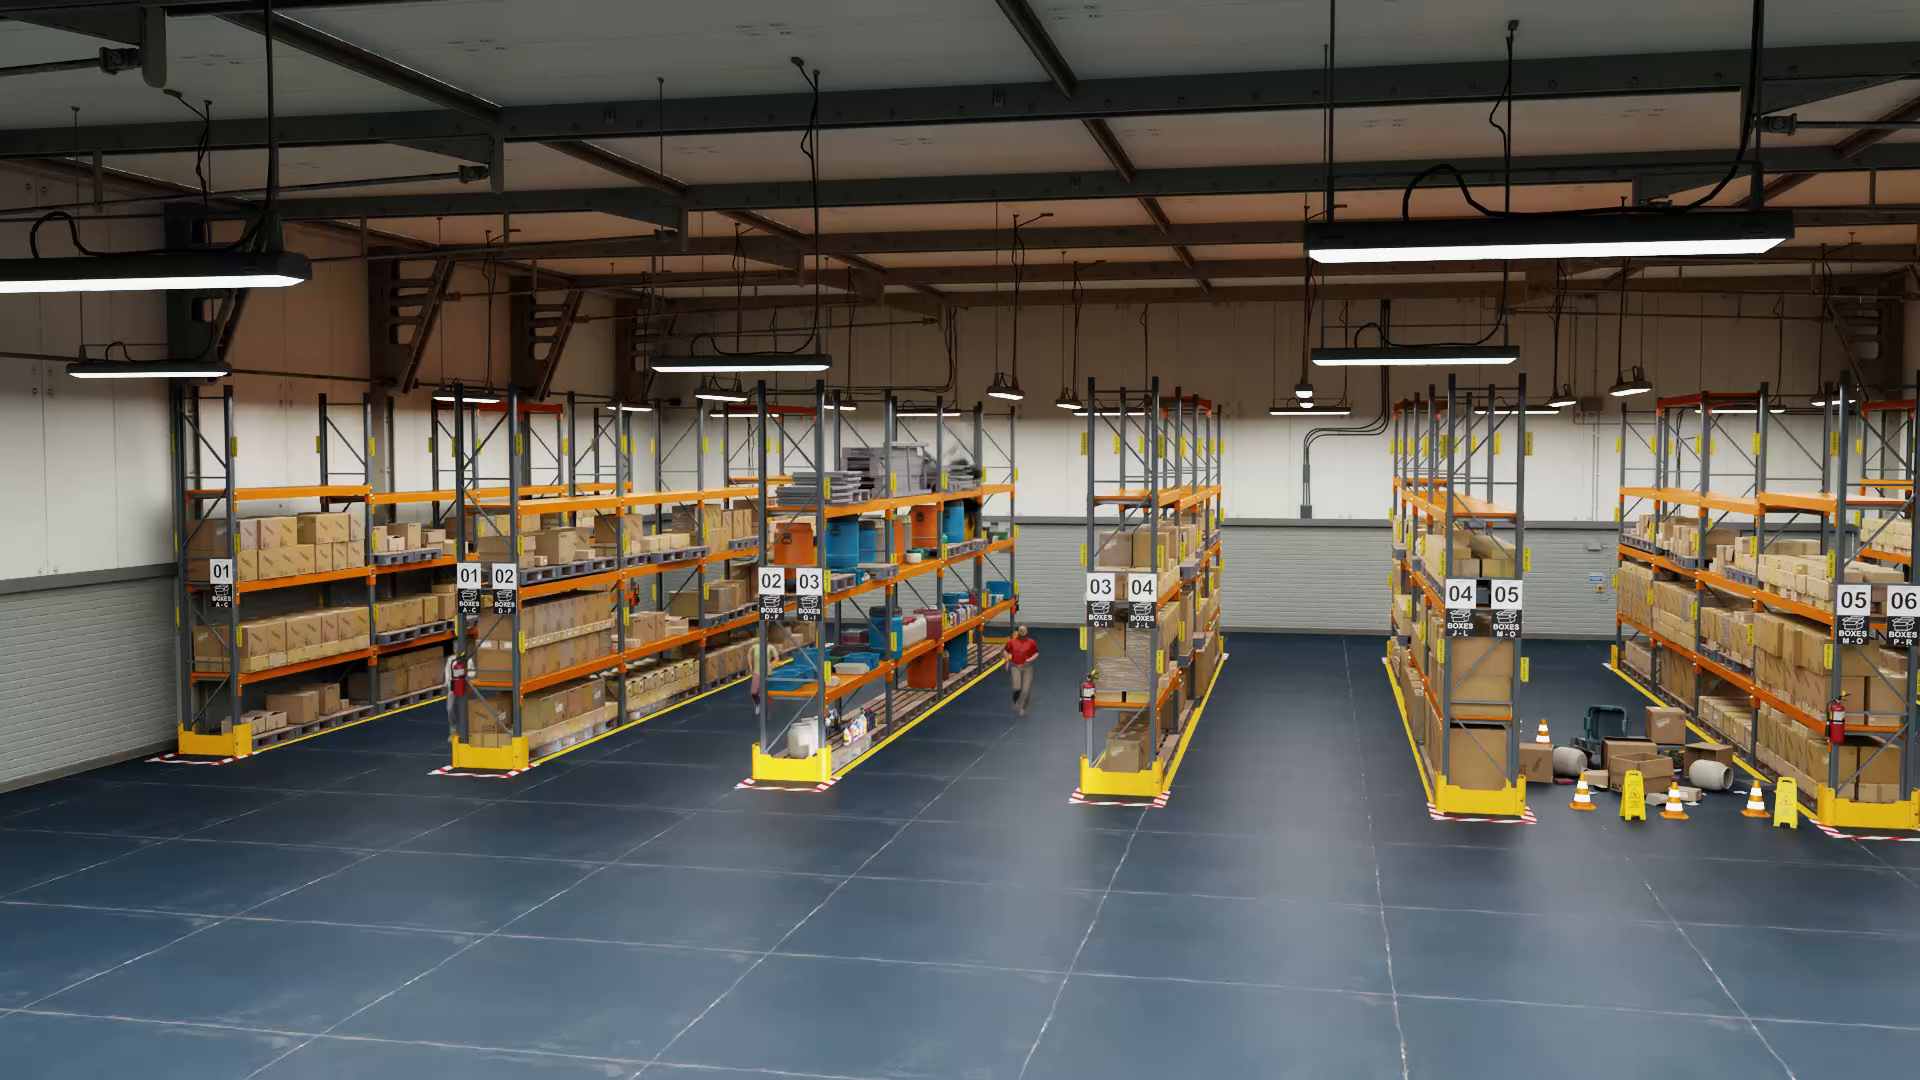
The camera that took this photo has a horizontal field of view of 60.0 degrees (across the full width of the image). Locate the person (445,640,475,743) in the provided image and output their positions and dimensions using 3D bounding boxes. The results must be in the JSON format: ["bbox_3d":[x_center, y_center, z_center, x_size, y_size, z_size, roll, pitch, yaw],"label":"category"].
[{"bbox_3d":[-8.559,2.565,28.402,0.597,1.747,0.700,0,3,2],"label":"person"}]

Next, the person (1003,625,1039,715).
[{"bbox_3d":[1.148,2.423,30.899,0.651,1.684,0.597,0,3,-3],"label":"person"}]

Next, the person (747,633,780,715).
[{"bbox_3d":[-3.618,2.477,30.459,0.624,1.637,0.514,0,3,5],"label":"person"}]
